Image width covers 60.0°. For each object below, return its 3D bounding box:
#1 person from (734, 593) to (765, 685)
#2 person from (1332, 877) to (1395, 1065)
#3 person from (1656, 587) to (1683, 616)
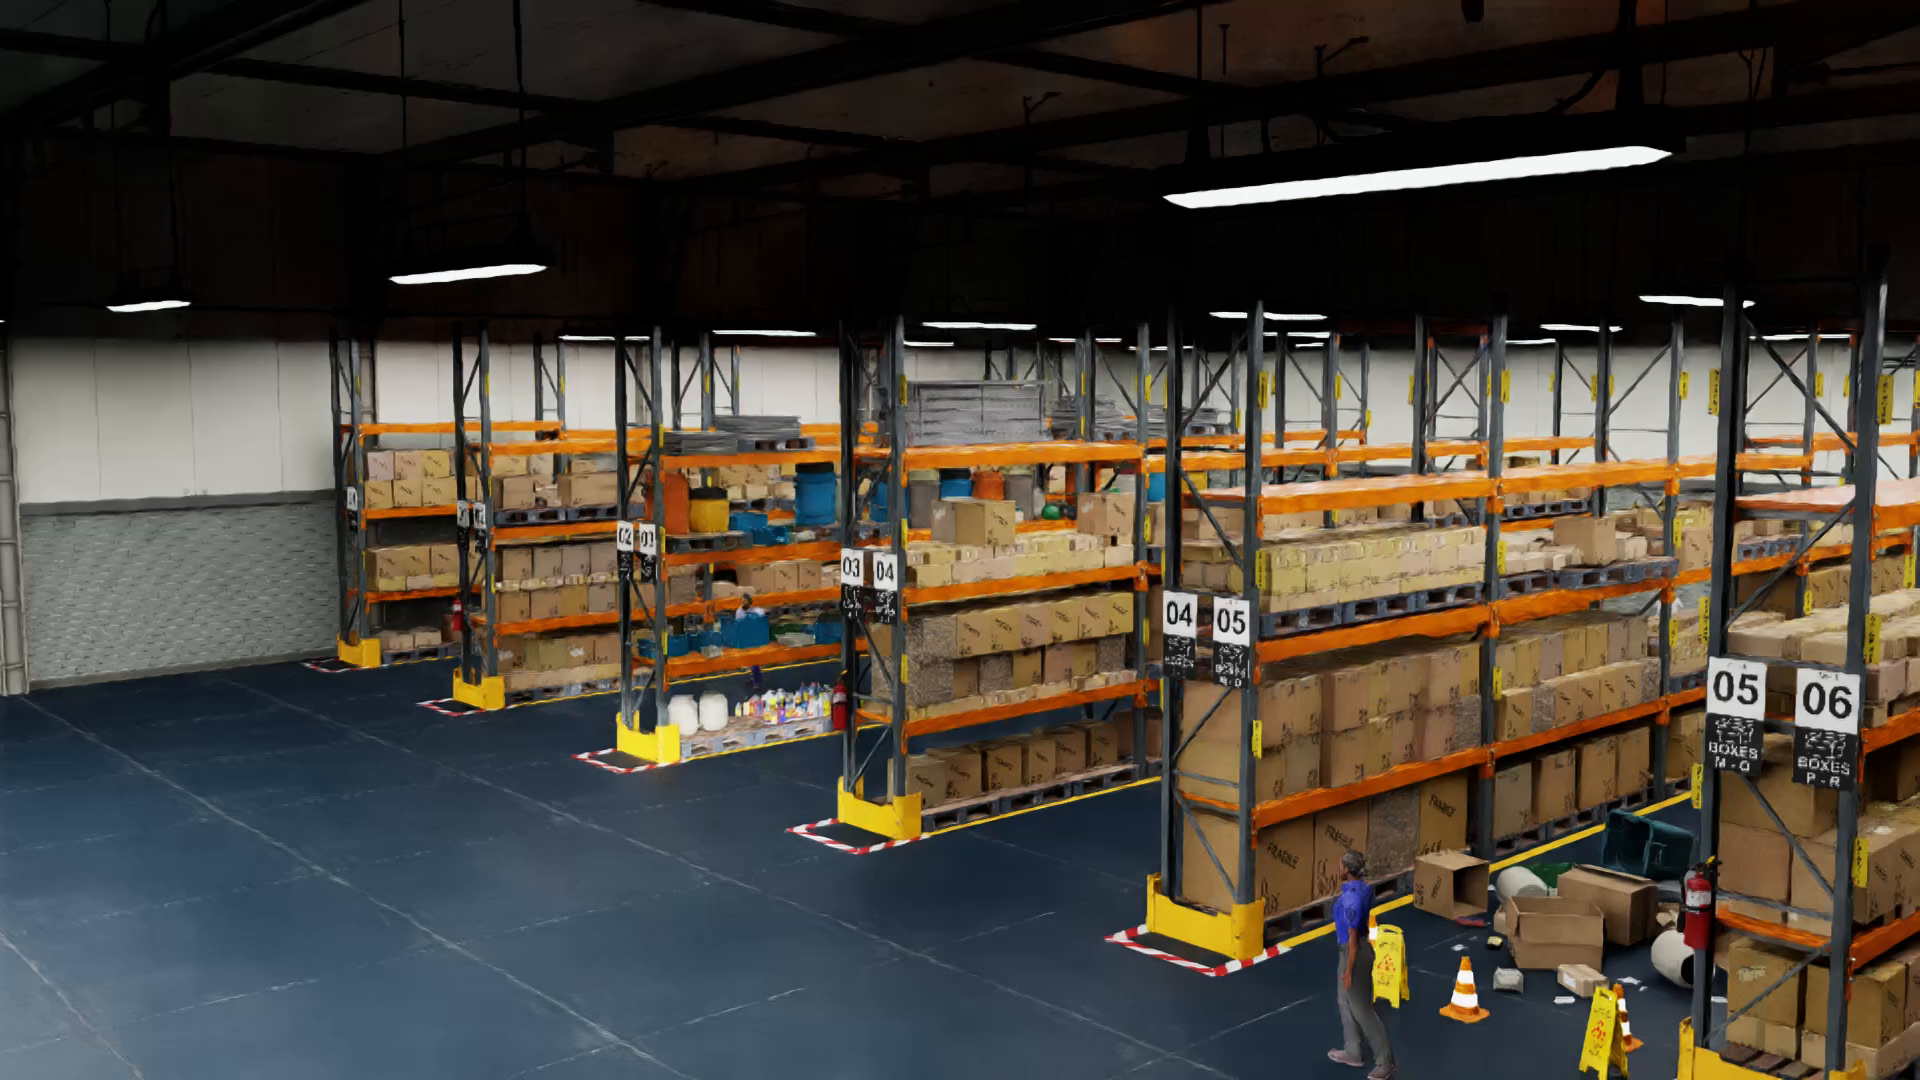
[{"bbox_3d":[-3.456,1.614,27.599,0.593,1.515,0.806,3,7,31],"label":"person"},{"bbox_3d":[3.022,3.198,12.396,0.488,1.377,0.455,2,6,21],"label":"person"},{"bbox_3d":[11.980,1.517,28.033,0.944,1.653,0.518,-5,7,-40],"label":"person"}]
